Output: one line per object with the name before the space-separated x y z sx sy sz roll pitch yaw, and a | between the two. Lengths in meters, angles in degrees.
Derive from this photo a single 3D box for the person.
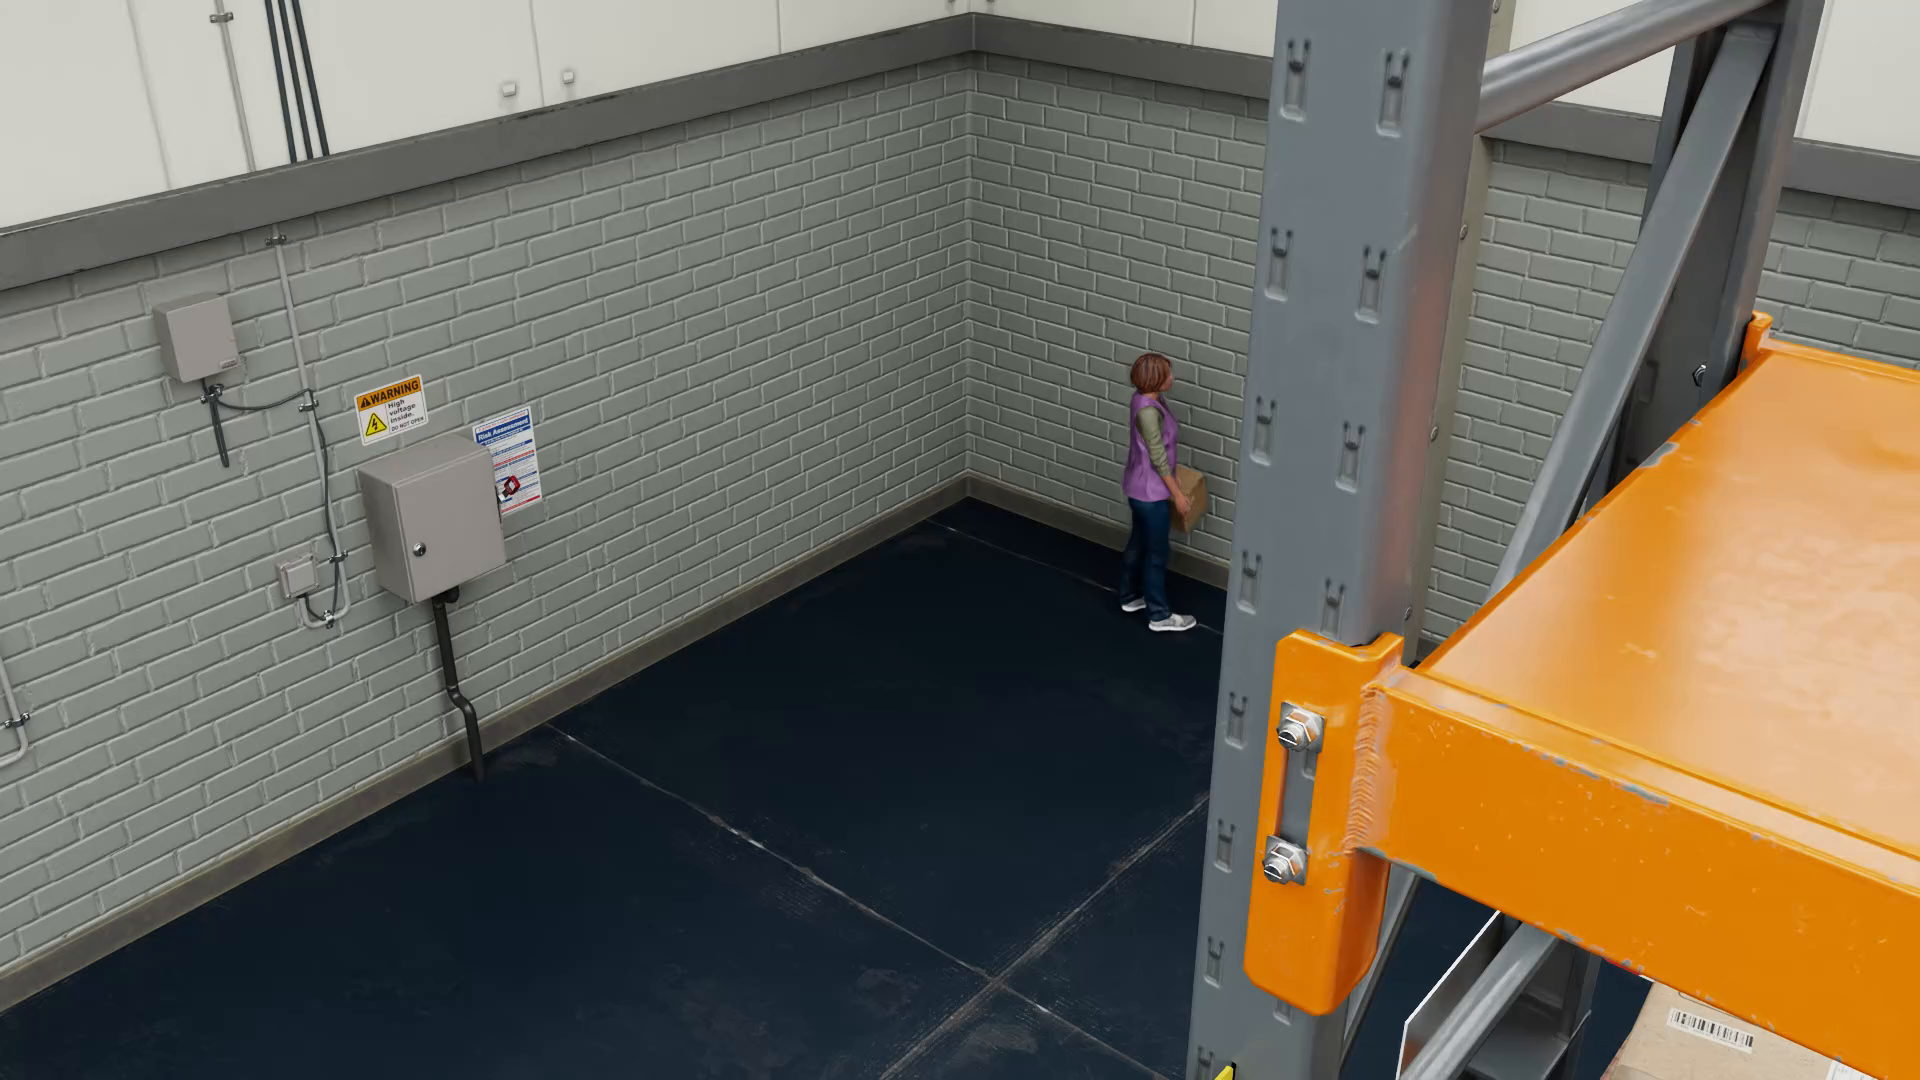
person | 1.113 -0.272 9.108 0.450 1.604 0.438 1 28 3
